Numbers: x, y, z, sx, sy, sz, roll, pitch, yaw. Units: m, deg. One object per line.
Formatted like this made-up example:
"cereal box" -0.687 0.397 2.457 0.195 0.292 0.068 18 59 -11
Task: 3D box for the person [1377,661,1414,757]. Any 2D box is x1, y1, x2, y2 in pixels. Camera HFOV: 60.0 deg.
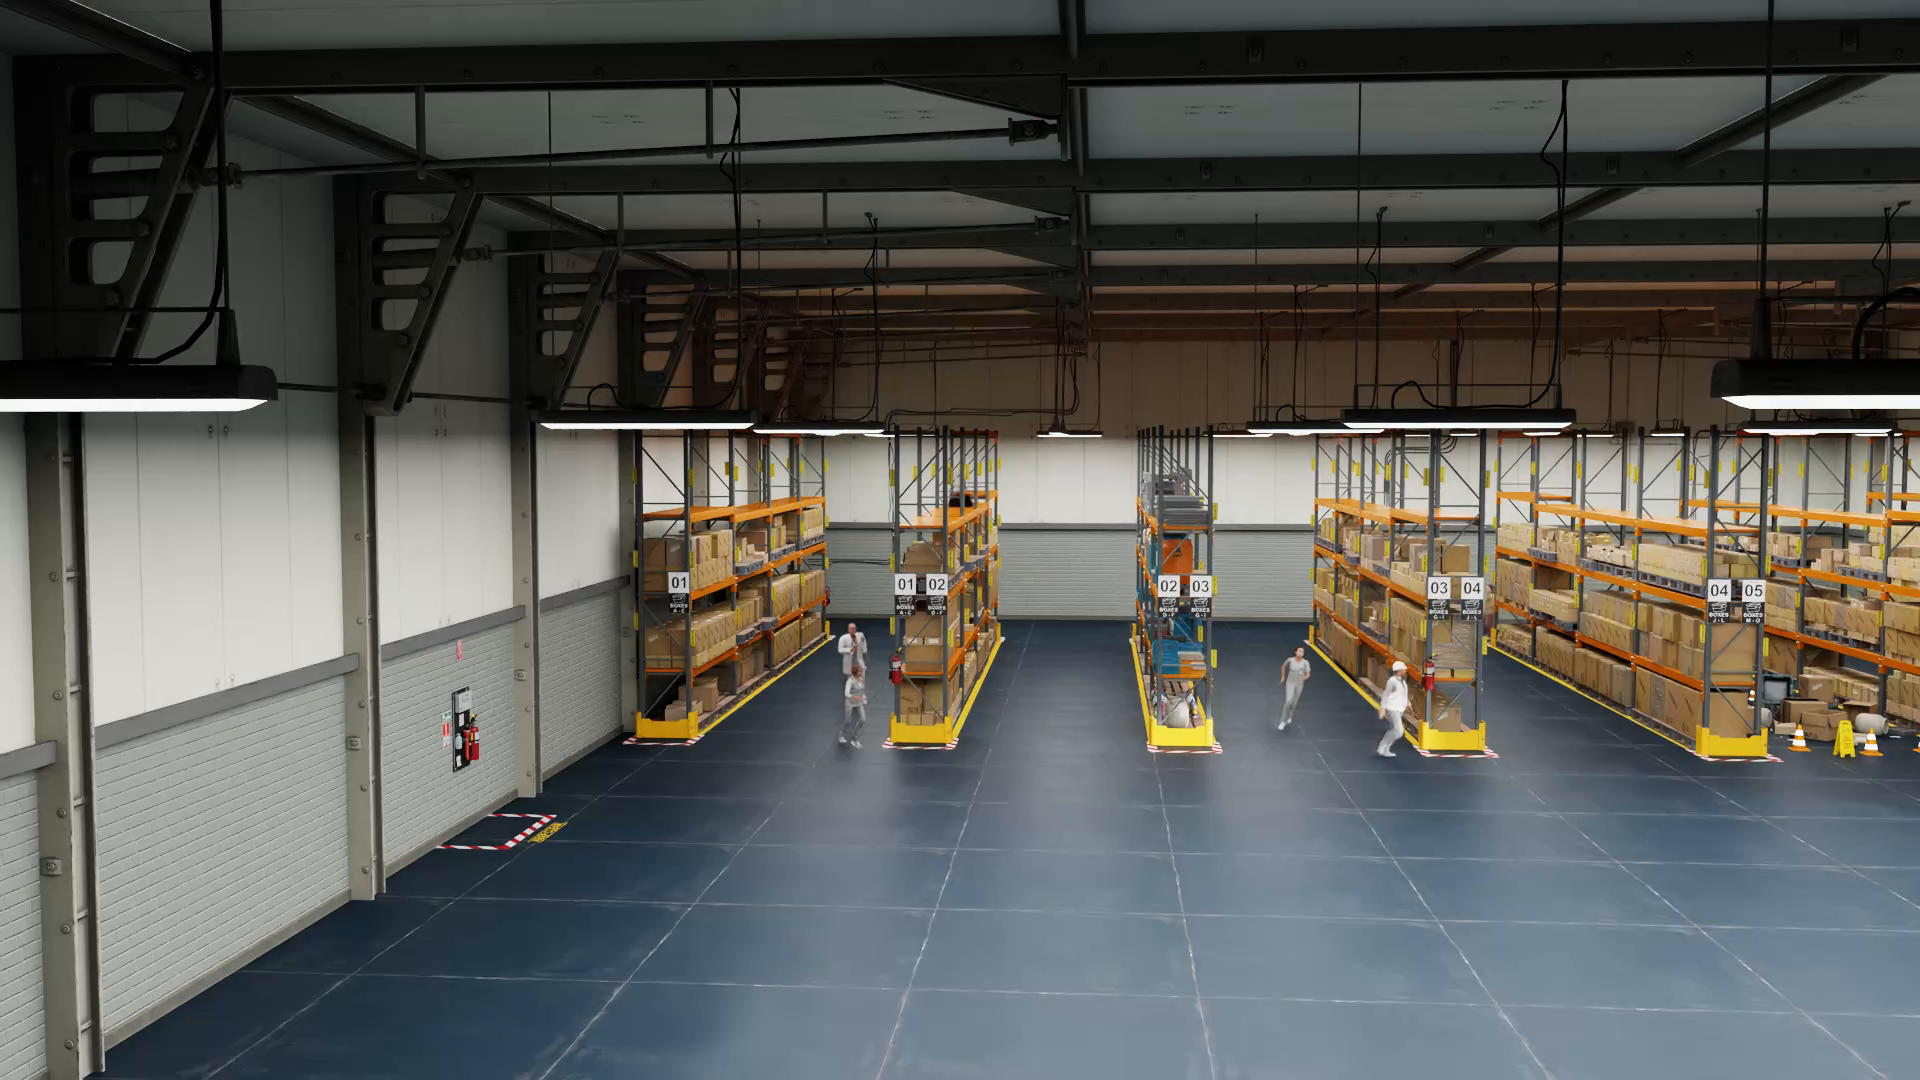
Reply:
"person" 7.841 3.051 29.983 0.538 1.747 0.667 3 4 38

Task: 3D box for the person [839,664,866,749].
"person" -2.025 3.084 31.010 0.527 1.591 0.733 -3 4 -39

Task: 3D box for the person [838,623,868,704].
"person" -2.351 2.680 36.363 0.700 1.763 0.978 -1 4 -14

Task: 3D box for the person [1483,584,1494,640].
"person" 15.027 2.068 47.297 0.615 1.619 0.621 0 3 -6

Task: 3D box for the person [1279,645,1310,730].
"person" 6.616 2.899 32.998 0.637 1.645 0.802 0 3 4
